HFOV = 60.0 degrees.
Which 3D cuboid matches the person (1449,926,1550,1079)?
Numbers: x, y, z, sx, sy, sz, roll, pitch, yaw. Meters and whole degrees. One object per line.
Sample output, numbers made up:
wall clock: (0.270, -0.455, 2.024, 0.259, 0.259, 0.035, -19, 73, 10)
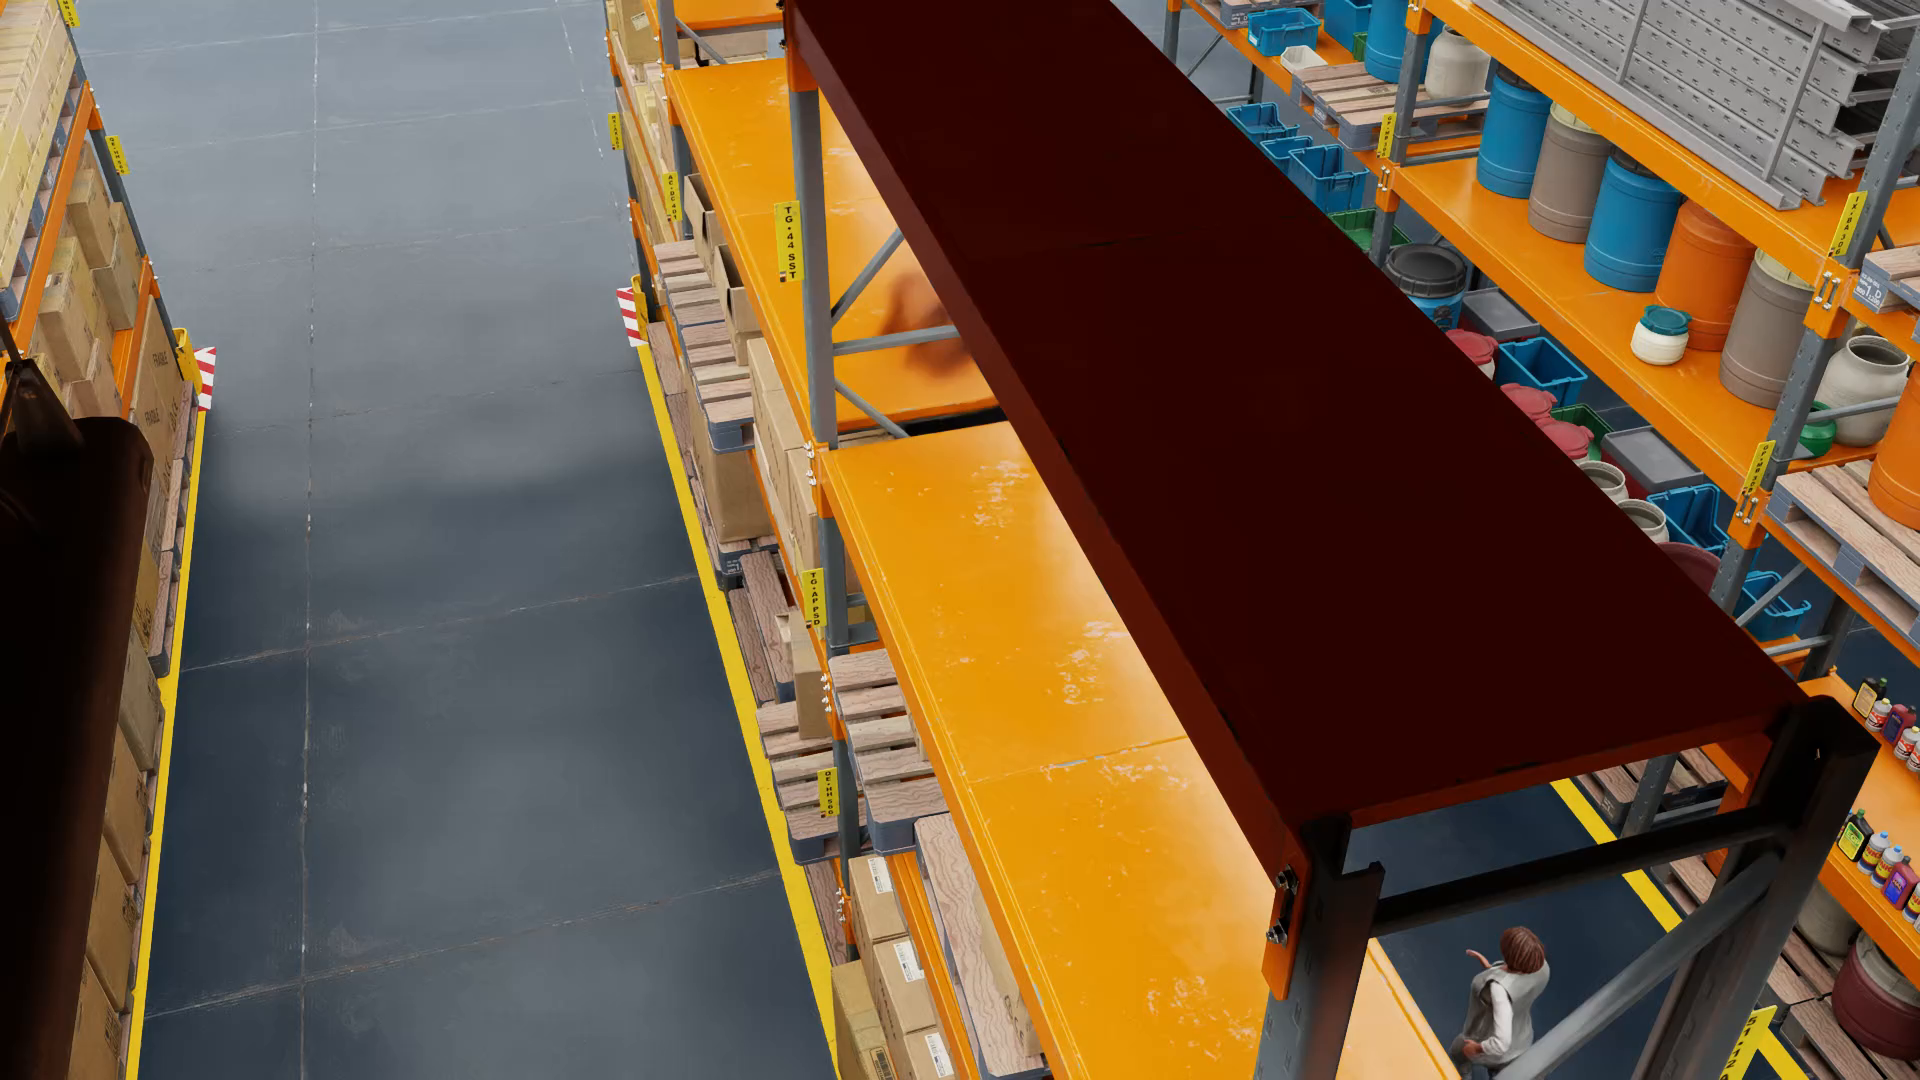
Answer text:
person: (2.723, 2.523, 8.337, 0.539, 1.582, 0.851, -19, 42, -22)
